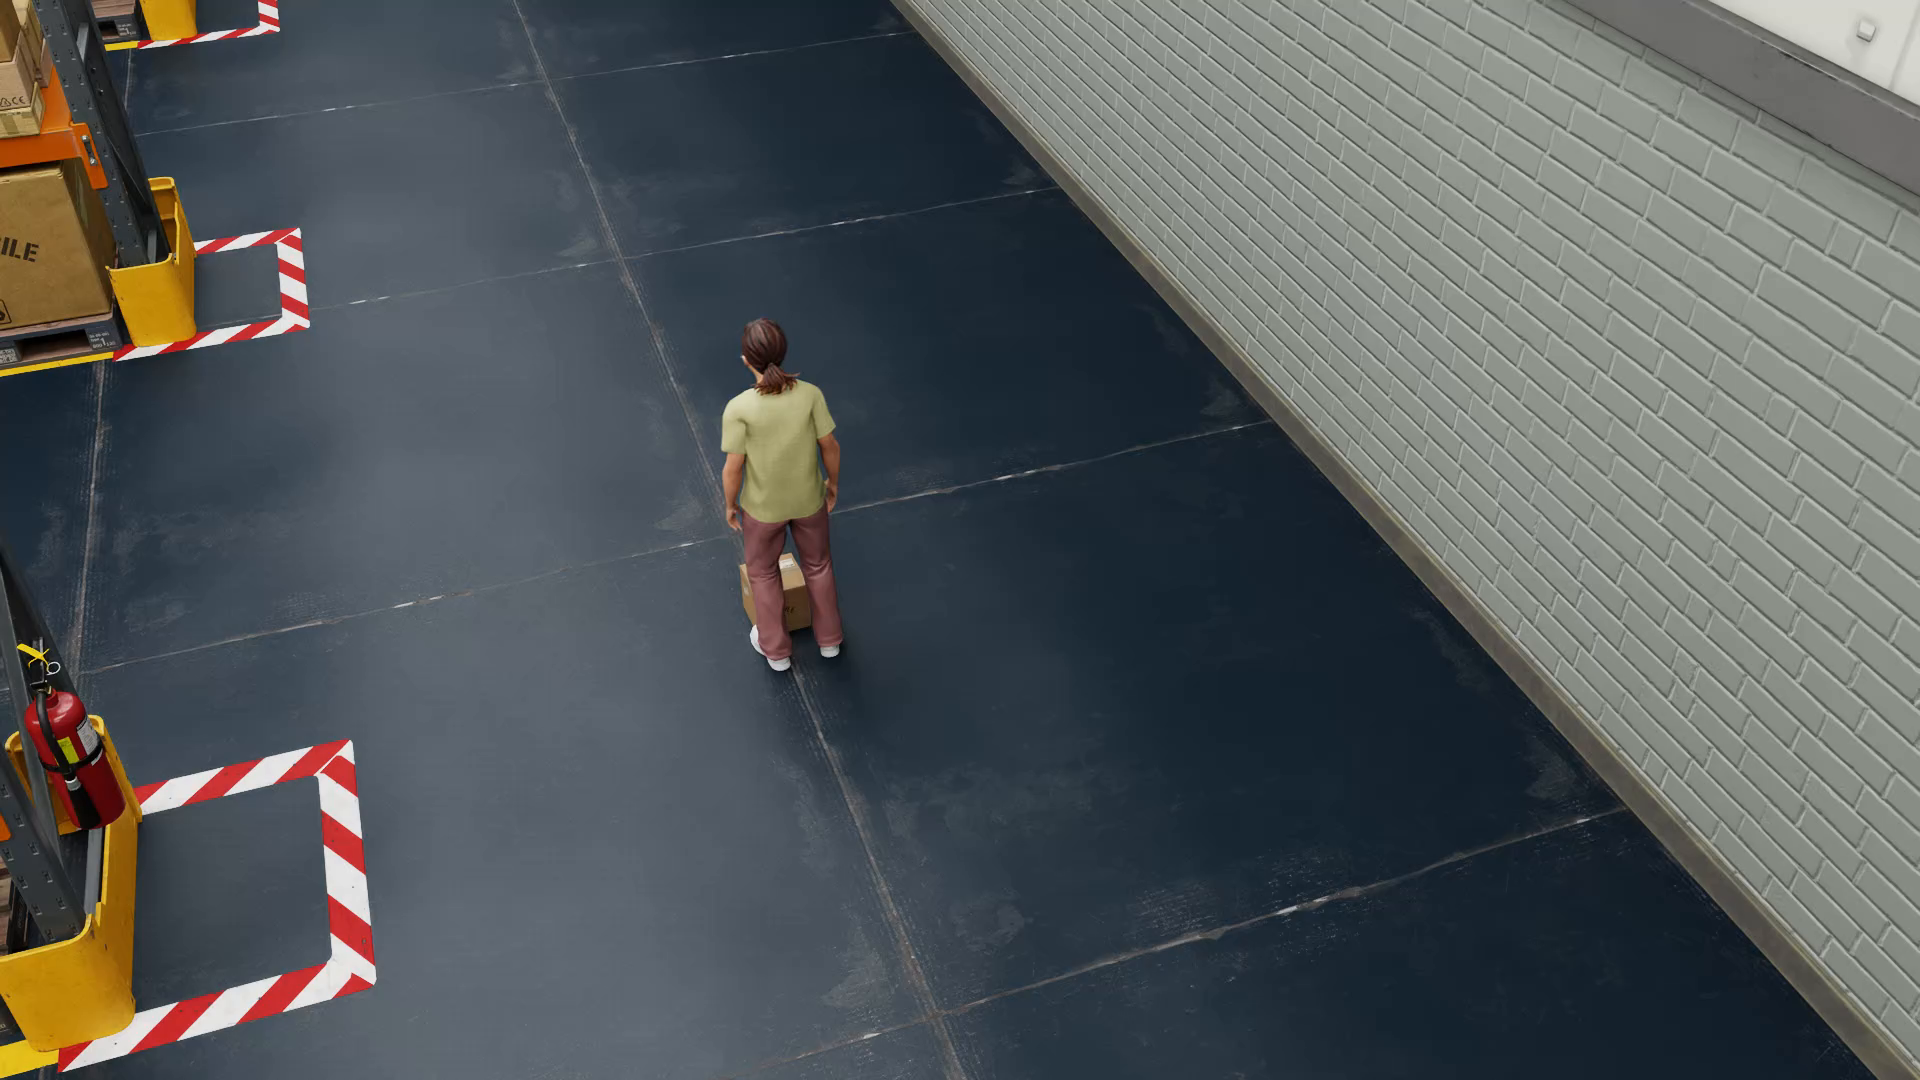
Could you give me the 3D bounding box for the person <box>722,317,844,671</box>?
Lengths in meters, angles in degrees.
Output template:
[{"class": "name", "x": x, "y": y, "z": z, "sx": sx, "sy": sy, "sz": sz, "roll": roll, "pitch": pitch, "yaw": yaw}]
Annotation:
[{"class": "person", "x": -0.748, "y": -0.160, "z": 7.007, "sx": 0.499, "sy": 1.652, "sz": 0.356, "roll": -12, "pitch": 40, "yaw": -16}]
